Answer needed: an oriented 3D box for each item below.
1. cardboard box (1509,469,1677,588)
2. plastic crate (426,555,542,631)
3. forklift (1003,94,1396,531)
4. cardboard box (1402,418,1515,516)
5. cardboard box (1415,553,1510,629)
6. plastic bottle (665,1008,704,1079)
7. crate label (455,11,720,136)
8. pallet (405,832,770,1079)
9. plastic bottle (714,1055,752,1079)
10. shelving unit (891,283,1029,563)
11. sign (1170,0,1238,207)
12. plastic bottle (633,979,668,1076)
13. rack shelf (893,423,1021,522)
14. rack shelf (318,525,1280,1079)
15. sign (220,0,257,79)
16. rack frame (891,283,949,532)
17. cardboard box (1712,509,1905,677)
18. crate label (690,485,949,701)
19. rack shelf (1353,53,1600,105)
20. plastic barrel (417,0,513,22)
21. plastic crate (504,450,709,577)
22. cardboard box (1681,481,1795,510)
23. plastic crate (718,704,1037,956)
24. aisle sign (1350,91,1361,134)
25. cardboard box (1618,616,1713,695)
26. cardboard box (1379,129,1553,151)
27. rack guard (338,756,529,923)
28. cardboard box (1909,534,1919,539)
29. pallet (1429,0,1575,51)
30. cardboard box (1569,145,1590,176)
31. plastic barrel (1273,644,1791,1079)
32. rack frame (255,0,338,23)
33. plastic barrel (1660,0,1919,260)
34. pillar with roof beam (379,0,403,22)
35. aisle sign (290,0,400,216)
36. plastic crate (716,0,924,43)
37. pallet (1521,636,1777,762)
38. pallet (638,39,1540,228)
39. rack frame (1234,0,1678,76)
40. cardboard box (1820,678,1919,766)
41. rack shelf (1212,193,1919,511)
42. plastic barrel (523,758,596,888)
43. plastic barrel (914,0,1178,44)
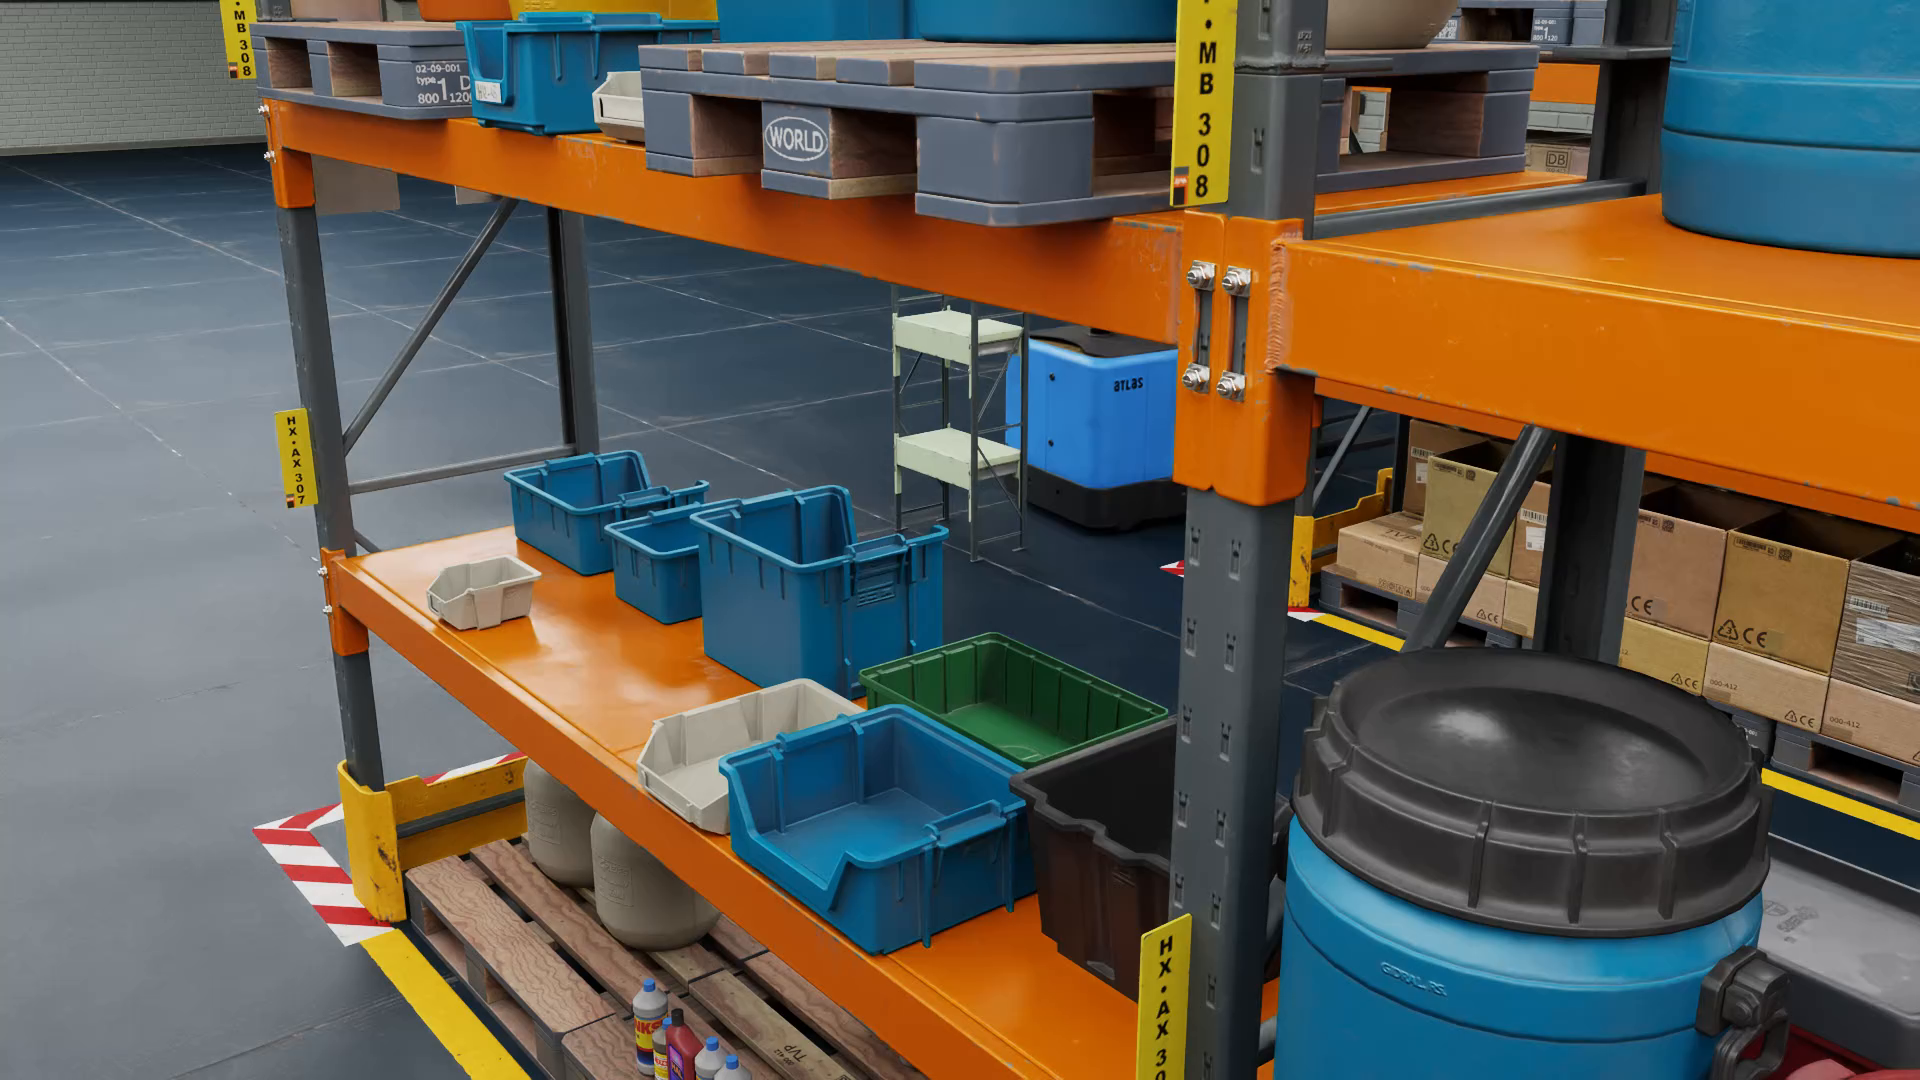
[{"bbox_3d":[2.934,-0.039,7.720,0.500,0.500,0.500,-14,23,-36],"label":"cardboard box"},{"bbox_3d":[-1.439,0.167,5.007,0.298,0.136,0.250,-14,23,-36],"label":"plastic crate"},{"bbox_3d":[1.792,-1.773,10.554,3.031,2.935,1.130,-11,21,-30],"label":"forklift"},{"bbox_3d":[2.709,-0.384,8.762,0.500,0.500,0.500,-14,23,-36],"label":"cardboard box"},{"bbox_3d":[2.615,0.196,8.204,0.500,0.250,0.500,-14,23,-36],"label":"cardboard box"},{"bbox_3d":[-0.735,1.406,4.467,0.061,0.283,0.133,-14,23,-35],"label":"plastic bottle"},{"bbox_3d":[-0.839,-1.069,3.785,0.502,0.251,0.408,-14,23,-36],"label":"crate label"},{"bbox_3d":[-1.158,1.293,5.623,1.003,0.211,1.213,-14,23,-36],"label":"pallet"},{"bbox_3d":[-0.586,1.461,4.318,0.097,0.271,0.097,0,18,0],"label":"plastic bottle"},{"bbox_3d":[-0.004,-0.714,9.632,0.431,1.500,0.755,-14,23,-36],"label":"shelving unit"},{"bbox_3d":[0.303,-0.580,2.055,0.100,0.325,0.005,-14,23,-36],"label":"sign"},{"bbox_3d":[-0.861,1.352,4.648,0.097,0.271,0.097,0,18,0],"label":"plastic bottle"},{"bbox_3d":[-0.004,-0.404,9.734,0.431,0.370,0.720,-14,23,-36],"label":"rack shelf"},{"bbox_3d":[-0.501,0.593,4.446,1.077,0.370,4.000,-14,23,-36],"label":"rack shelf"},{"bbox_3d":[-2.176,-1.564,5.027,0.100,0.325,0.005,-14,23,-36],"label":"sign"},{"bbox_3d":[-0.231,-0.804,9.904,0.400,1.500,0.023,-14,23,-36],"label":"rack frame"},{"bbox_3d":[3.552,0.208,6.974,0.500,0.500,0.500,-14,23,-36],"label":"cardboard box"},{"bbox_3d":[-0.388,0.142,4.605,0.502,0.435,0.616,-14,23,-36],"label":"crate label"},{"bbox_3d":[3.384,-1.797,6.891,1.077,0.370,4.000,-14,23,-36],"label":"rack shelf"},{"bbox_3d":[-1.341,-1.974,4.929,0.600,0.830,0.708,-14,23,-36],"label":"plastic barrel"},{"bbox_3d":[-1.197,-0.106,5.648,0.499,0.251,0.616,-14,23,-36],"label":"plastic crate"},{"bbox_3d":[3.651,-0.017,7.654,0.500,0.500,0.500,-14,23,-36],"label":"cardboard box"},{"bbox_3d":[-0.159,0.595,3.531,0.499,0.251,0.616,-14,23,-36],"label":"plastic crate"},{"bbox_3d":[1.862,-2.398,8.197,0.394,0.787,0.004,-14,23,-36],"label":"aisle sign"},{"bbox_3d":[3.231,0.444,7.456,0.500,0.250,0.500,-14,23,-36],"label":"cardboard box"},{"bbox_3d":[2.455,-1.740,8.124,0.700,0.500,0.500,-14,23,-36],"label":"cardboard box"},{"bbox_3d":[-1.658,0.954,6.185,1.175,0.500,0.348,-14,23,-36],"label":"rack guard"},{"bbox_3d":[4.267,0.231,6.906,0.500,0.500,0.500,-14,23,-36],"label":"cardboard box"},{"bbox_3d":[2.561,-2.410,7.739,1.003,0.211,1.213,-14,23,-36],"label":"pallet"},{"bbox_3d":[3.100,-1.488,7.361,0.700,0.500,0.500,-14,23,-36],"label":"cardboard box"},{"bbox_3d":[0.743,0.660,2.299,0.600,0.901,0.708,-14,23,-36],"label":"plastic barrel"},{"bbox_3d":[-1.743,-3.090,4.878,1.000,3.000,0.127,-14,23,-36],"label":"rack frame"},{"bbox_3d":[1.227,-0.835,2.043,0.600,0.901,0.708,-14,23,-36],"label":"plastic barrel"},{"bbox_3d":[-14.865,-11.572,30.494,9.100,9.000,0.400,-14,23,-36],"label":"pillar with roof beam"},{"bbox_3d":[-2.017,-1.436,5.293,0.394,0.787,0.004,-14,23,-36],"label":"aisle sign"},{"bbox_3d":[-0.323,-1.247,4.110,0.392,0.384,0.575,-14,23,-36],"label":"plastic crate"},{"bbox_3d":[3.404,0.597,7.724,1.003,0.211,1.213,-14,23,-36],"label":"pallet"},{"bbox_3d":[0.216,-0.749,2.882,1.213,0.211,1.003,-14,23,-36],"label":"pallet"},{"bbox_3d":[0.741,-2.104,1.901,1.000,3.000,0.127,-14,23,-36],"label":"rack frame"},{"bbox_3d":[3.864,0.687,6.721,0.500,0.250,0.500,-14,23,-36],"label":"cardboard box"},{"bbox_3d":[1.983,0.154,0.997,1.077,0.370,4.000,-14,23,-36],"label":"rack shelf"},{"bbox_3d":[-1.274,0.887,5.701,0.421,0.512,0.421,0,18,0],"label":"plastic barrel"},{"bbox_3d":[0.207,-1.384,3.032,0.600,0.901,0.708,-14,23,-36],"label":"plastic barrel"}]
